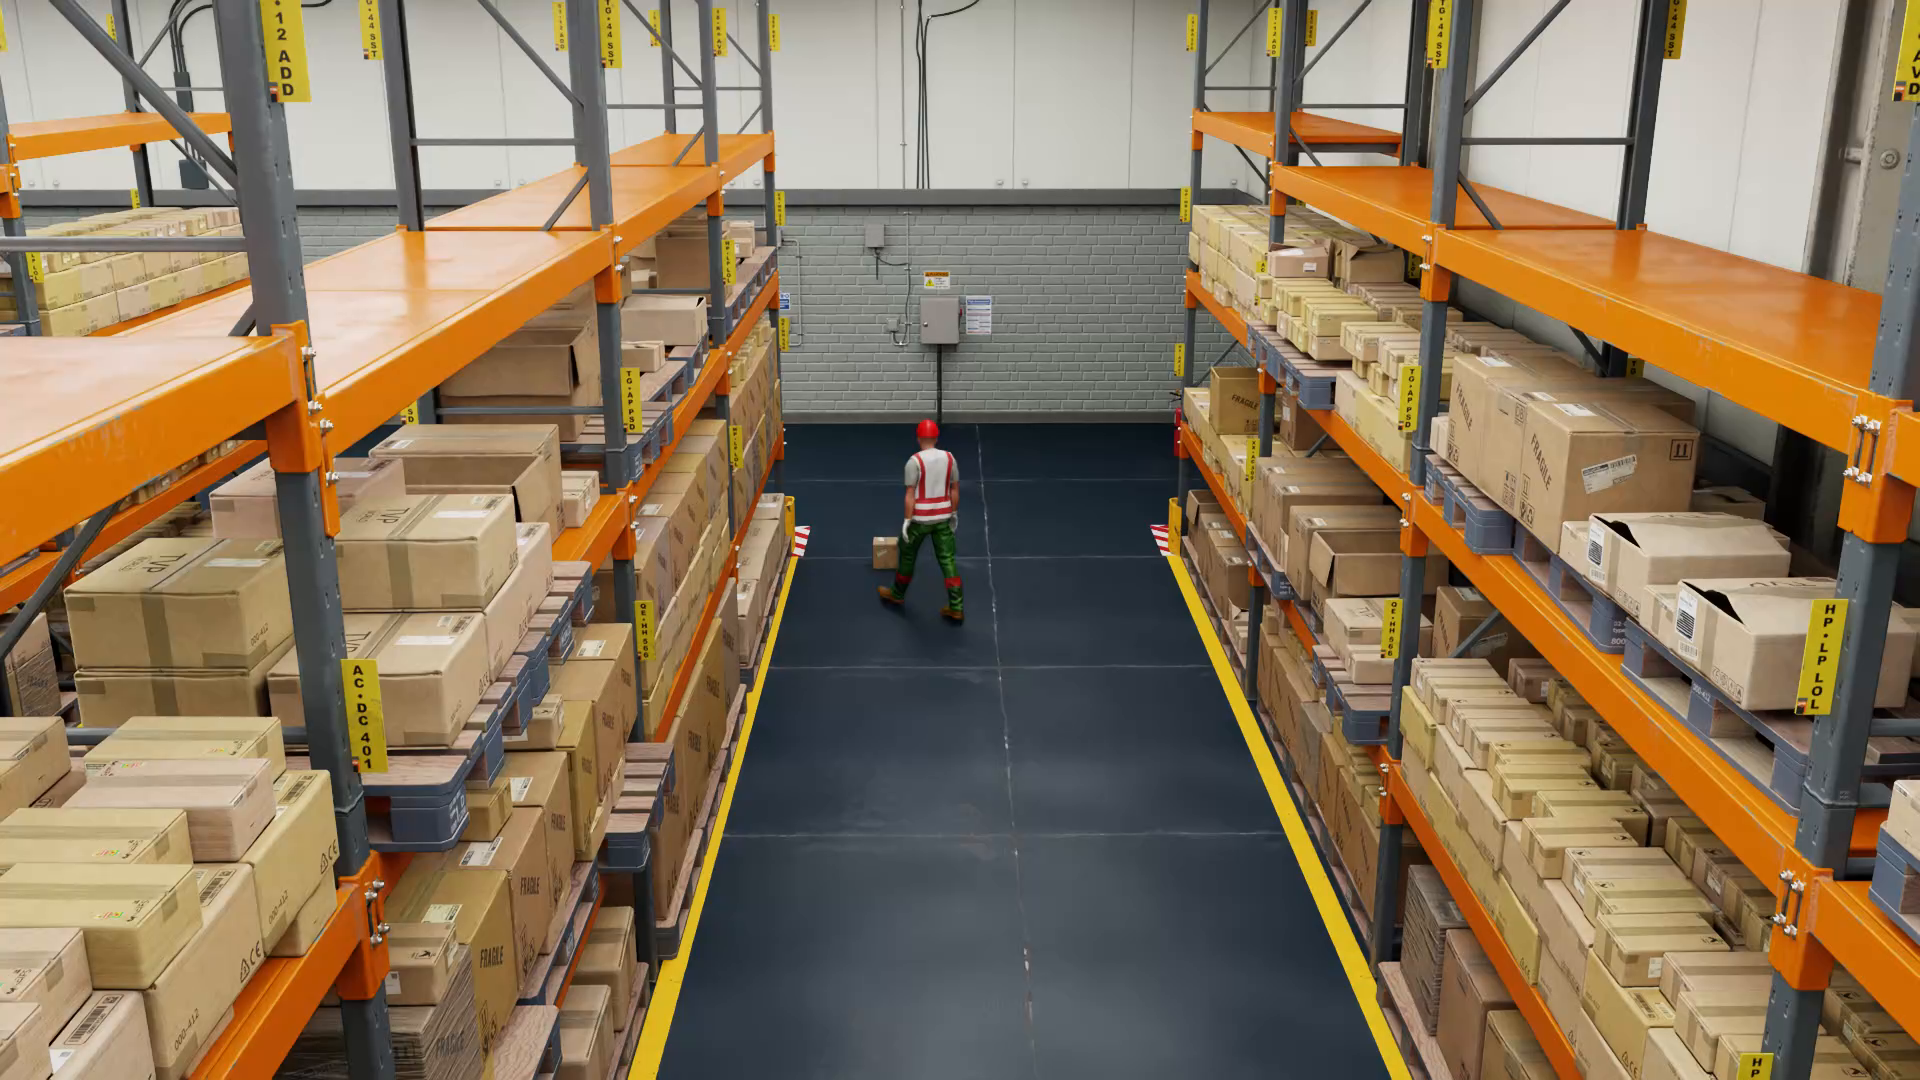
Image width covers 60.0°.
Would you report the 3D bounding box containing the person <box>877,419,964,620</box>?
[{"bbox_3d":[-0.313,-0.214,14.806,0.622,1.735,0.976,-9,19,-27],"label":"person"}]
